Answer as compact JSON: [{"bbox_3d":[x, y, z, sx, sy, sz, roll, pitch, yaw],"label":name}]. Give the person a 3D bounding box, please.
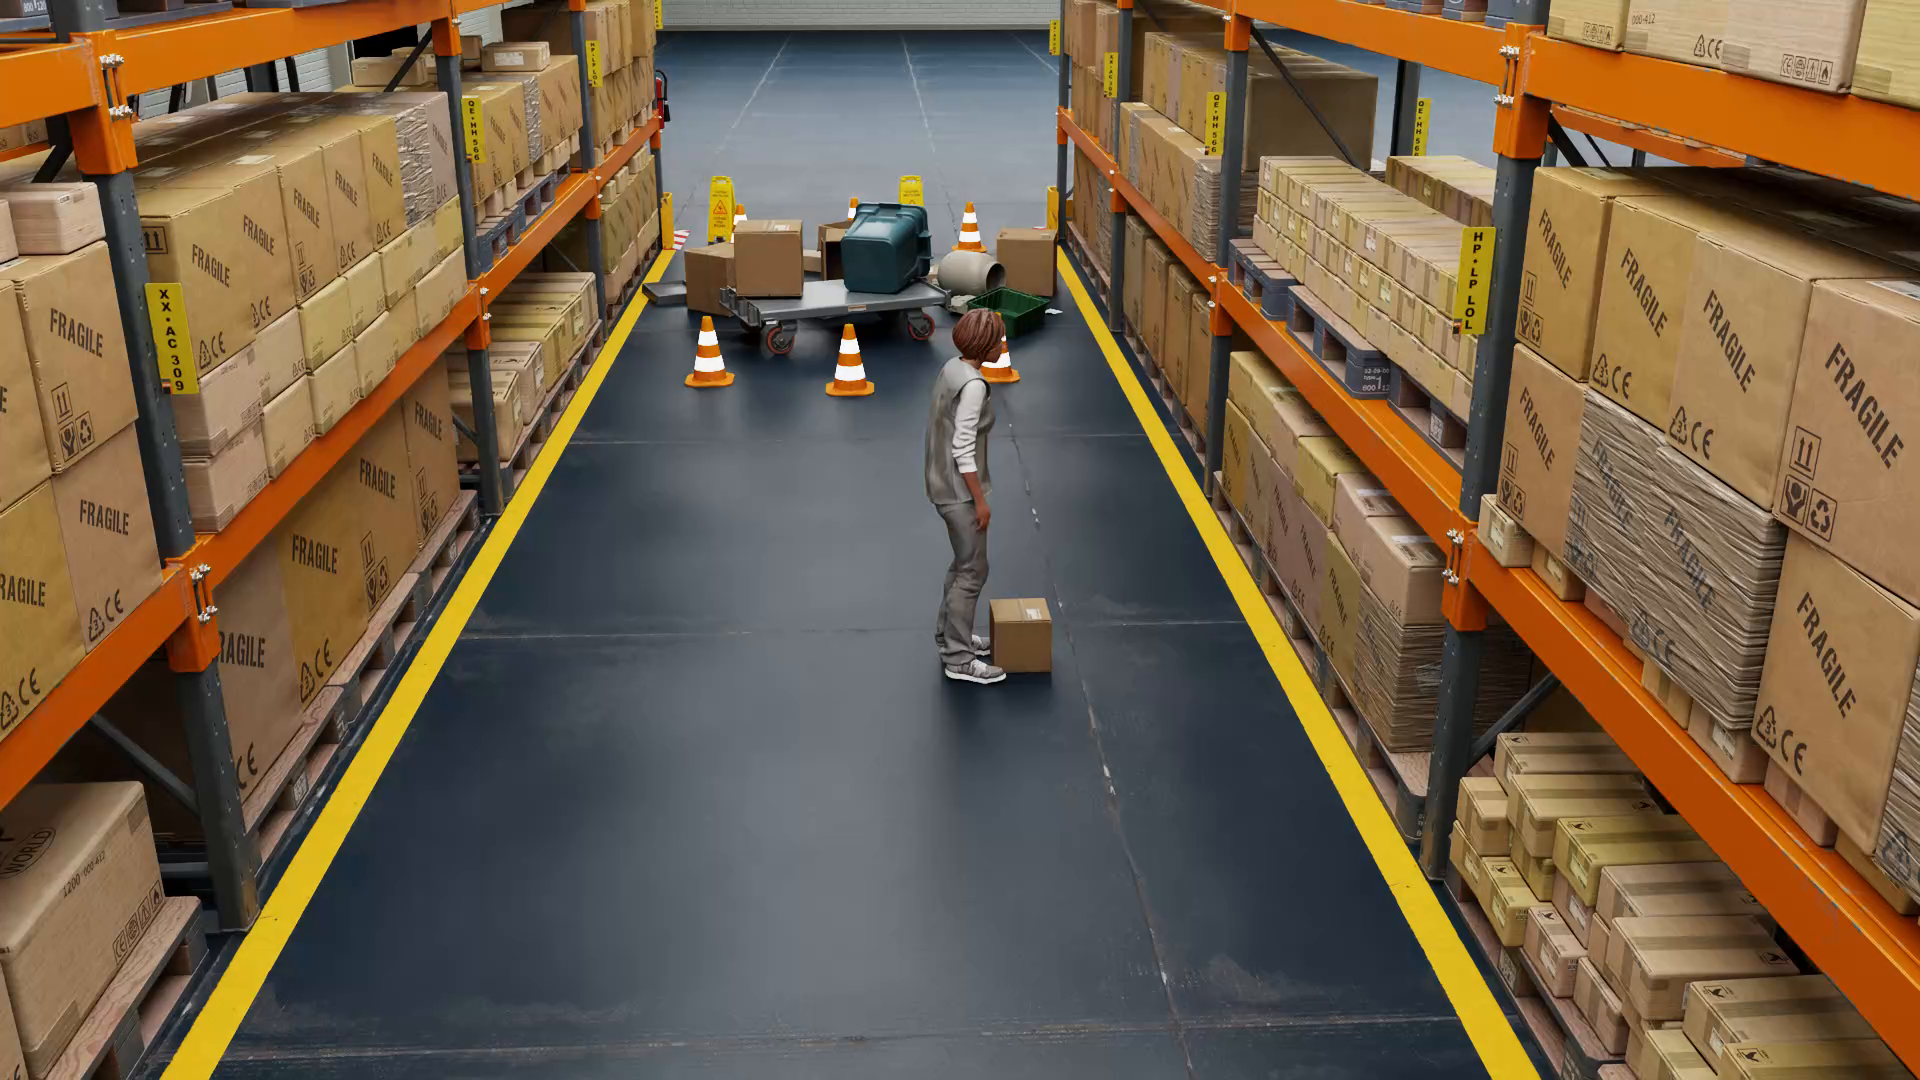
[{"bbox_3d":[0.025,-0.199,7.119,0.341,1.594,0.482,-2,21,-5],"label":"person"}]
